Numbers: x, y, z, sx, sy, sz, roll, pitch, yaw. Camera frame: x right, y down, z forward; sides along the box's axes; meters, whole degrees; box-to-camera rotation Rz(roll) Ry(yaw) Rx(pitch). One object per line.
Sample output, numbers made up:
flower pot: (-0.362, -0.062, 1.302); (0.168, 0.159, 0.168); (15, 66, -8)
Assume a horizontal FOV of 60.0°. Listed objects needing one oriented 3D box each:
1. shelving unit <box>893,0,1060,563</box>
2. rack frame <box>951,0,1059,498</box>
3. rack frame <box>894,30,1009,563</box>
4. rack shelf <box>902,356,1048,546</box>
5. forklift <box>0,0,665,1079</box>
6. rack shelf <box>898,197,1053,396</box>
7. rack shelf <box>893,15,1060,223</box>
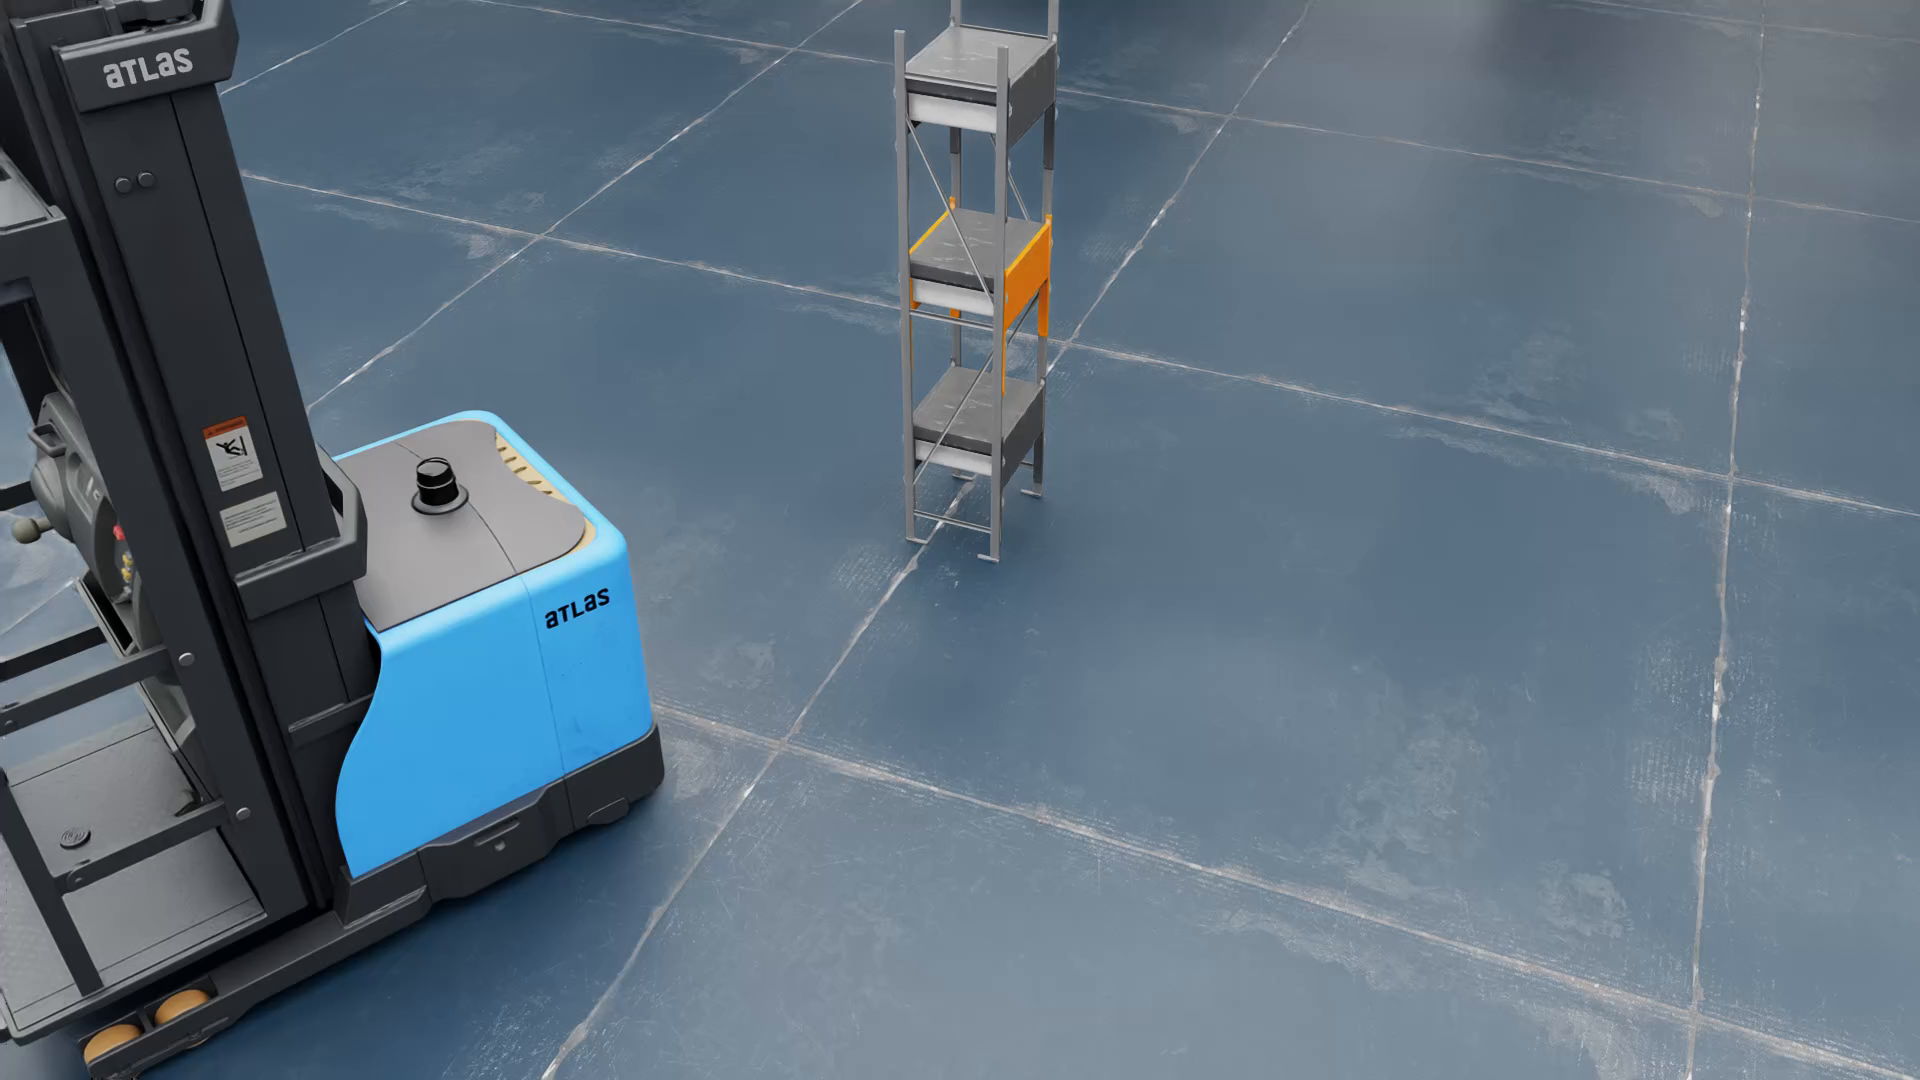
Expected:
shelving unit: (0.063, -0.933, 6.244); (0.431, 2.100, 0.503); (14, 39, 18)
rack frame: (0.156, -1.068, 6.425); (0.400, 2.100, 0.015); (14, 39, 18)
rack frame: (-0.030, -0.798, 6.063); (0.400, 2.100, 0.015); (14, 39, 18)
rack shelf: (0.063, -0.361, 6.671); (0.431, 0.518, 0.480); (14, 39, 18)
forklift: (-2.460, 0.002, 4.300); (3.031, 2.935, 1.130); (-25, 44, -30)
rack shelf: (0.063, -0.922, 6.252); (0.431, 0.518, 0.480); (14, 39, 18)
rack shelf: (0.063, -1.482, 5.833); (0.431, 0.518, 0.480); (14, 39, 18)
